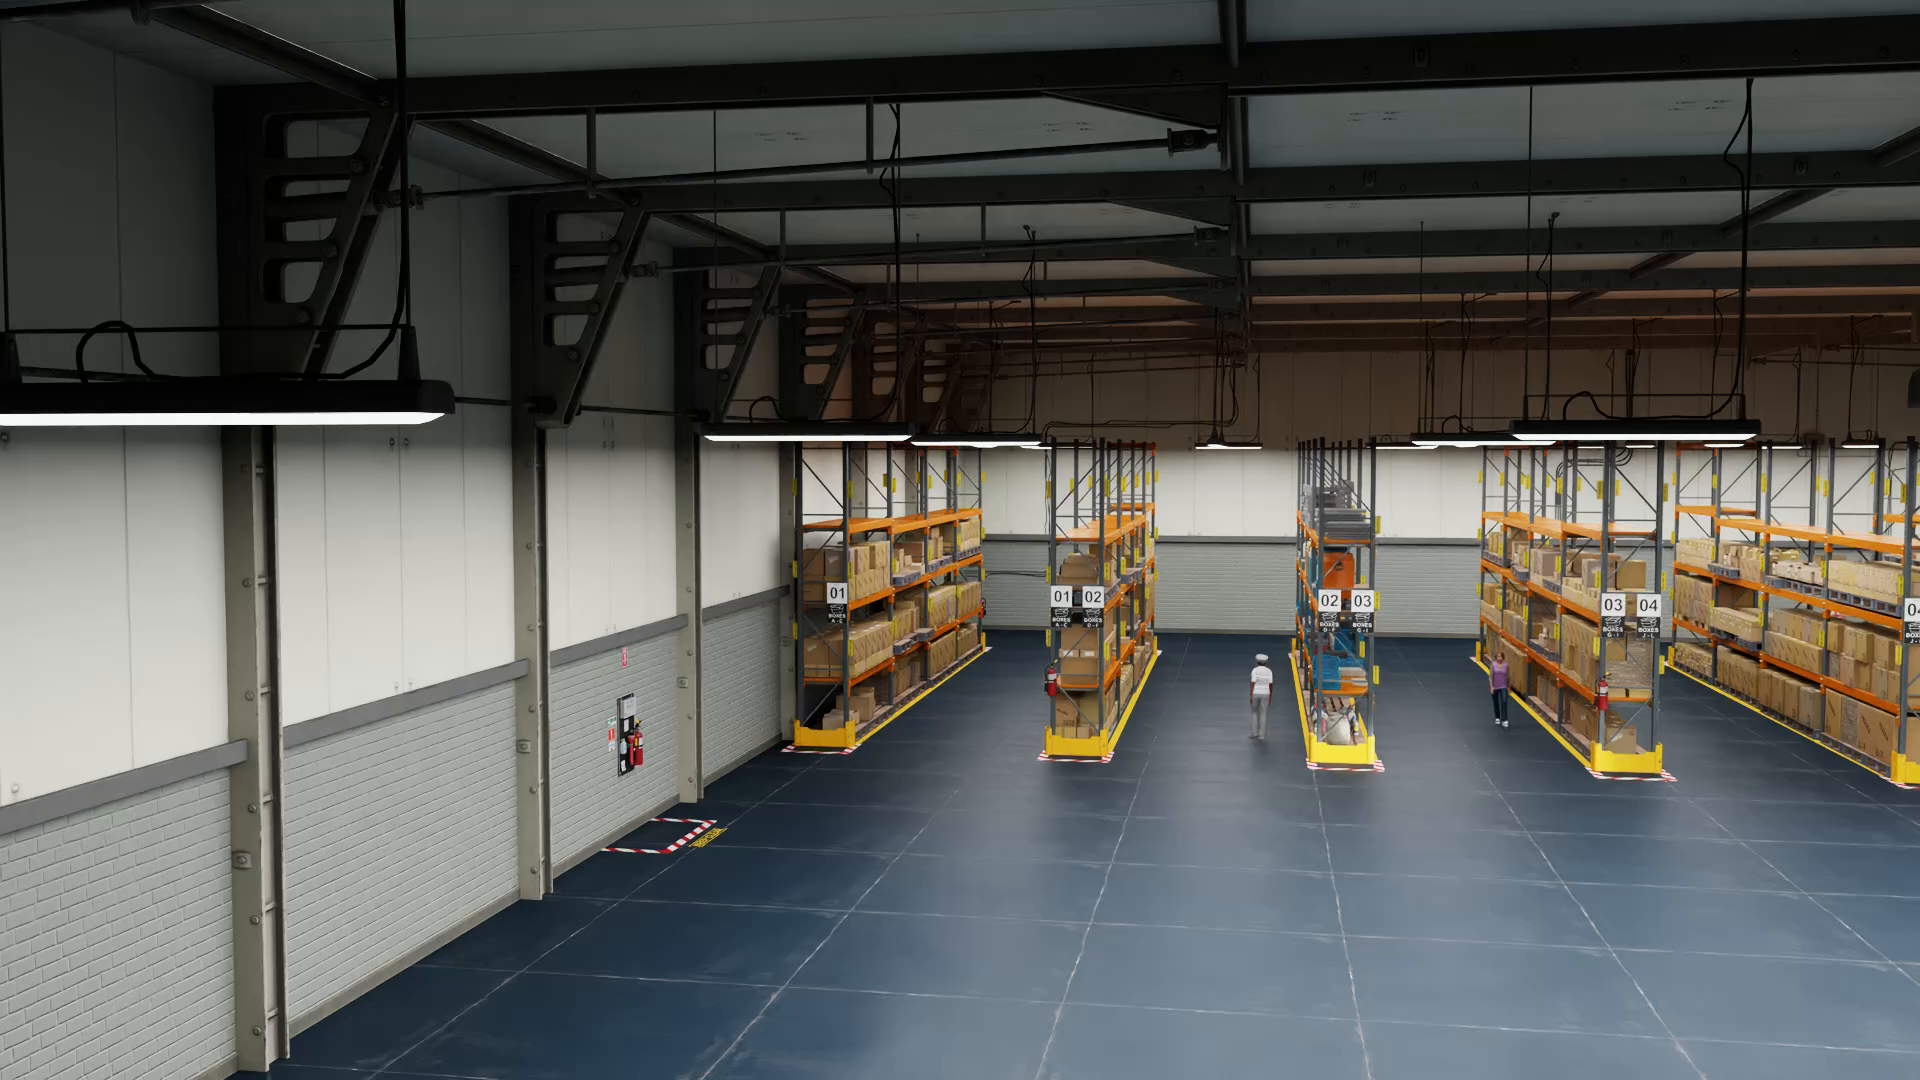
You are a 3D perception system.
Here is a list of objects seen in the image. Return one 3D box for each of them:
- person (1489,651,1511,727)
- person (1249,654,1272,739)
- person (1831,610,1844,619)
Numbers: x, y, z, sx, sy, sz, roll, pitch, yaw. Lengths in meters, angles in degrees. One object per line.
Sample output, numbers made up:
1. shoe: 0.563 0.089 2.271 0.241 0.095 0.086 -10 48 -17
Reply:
1. person: 11.236 3.106 34.615 0.445 1.522 0.890 1 3 21
2. person: 6.006 3.154 33.195 0.460 1.730 0.597 0 3 7
3. person: 25.048 2.324 47.603 1.012 1.752 0.533 -1 3 -17
